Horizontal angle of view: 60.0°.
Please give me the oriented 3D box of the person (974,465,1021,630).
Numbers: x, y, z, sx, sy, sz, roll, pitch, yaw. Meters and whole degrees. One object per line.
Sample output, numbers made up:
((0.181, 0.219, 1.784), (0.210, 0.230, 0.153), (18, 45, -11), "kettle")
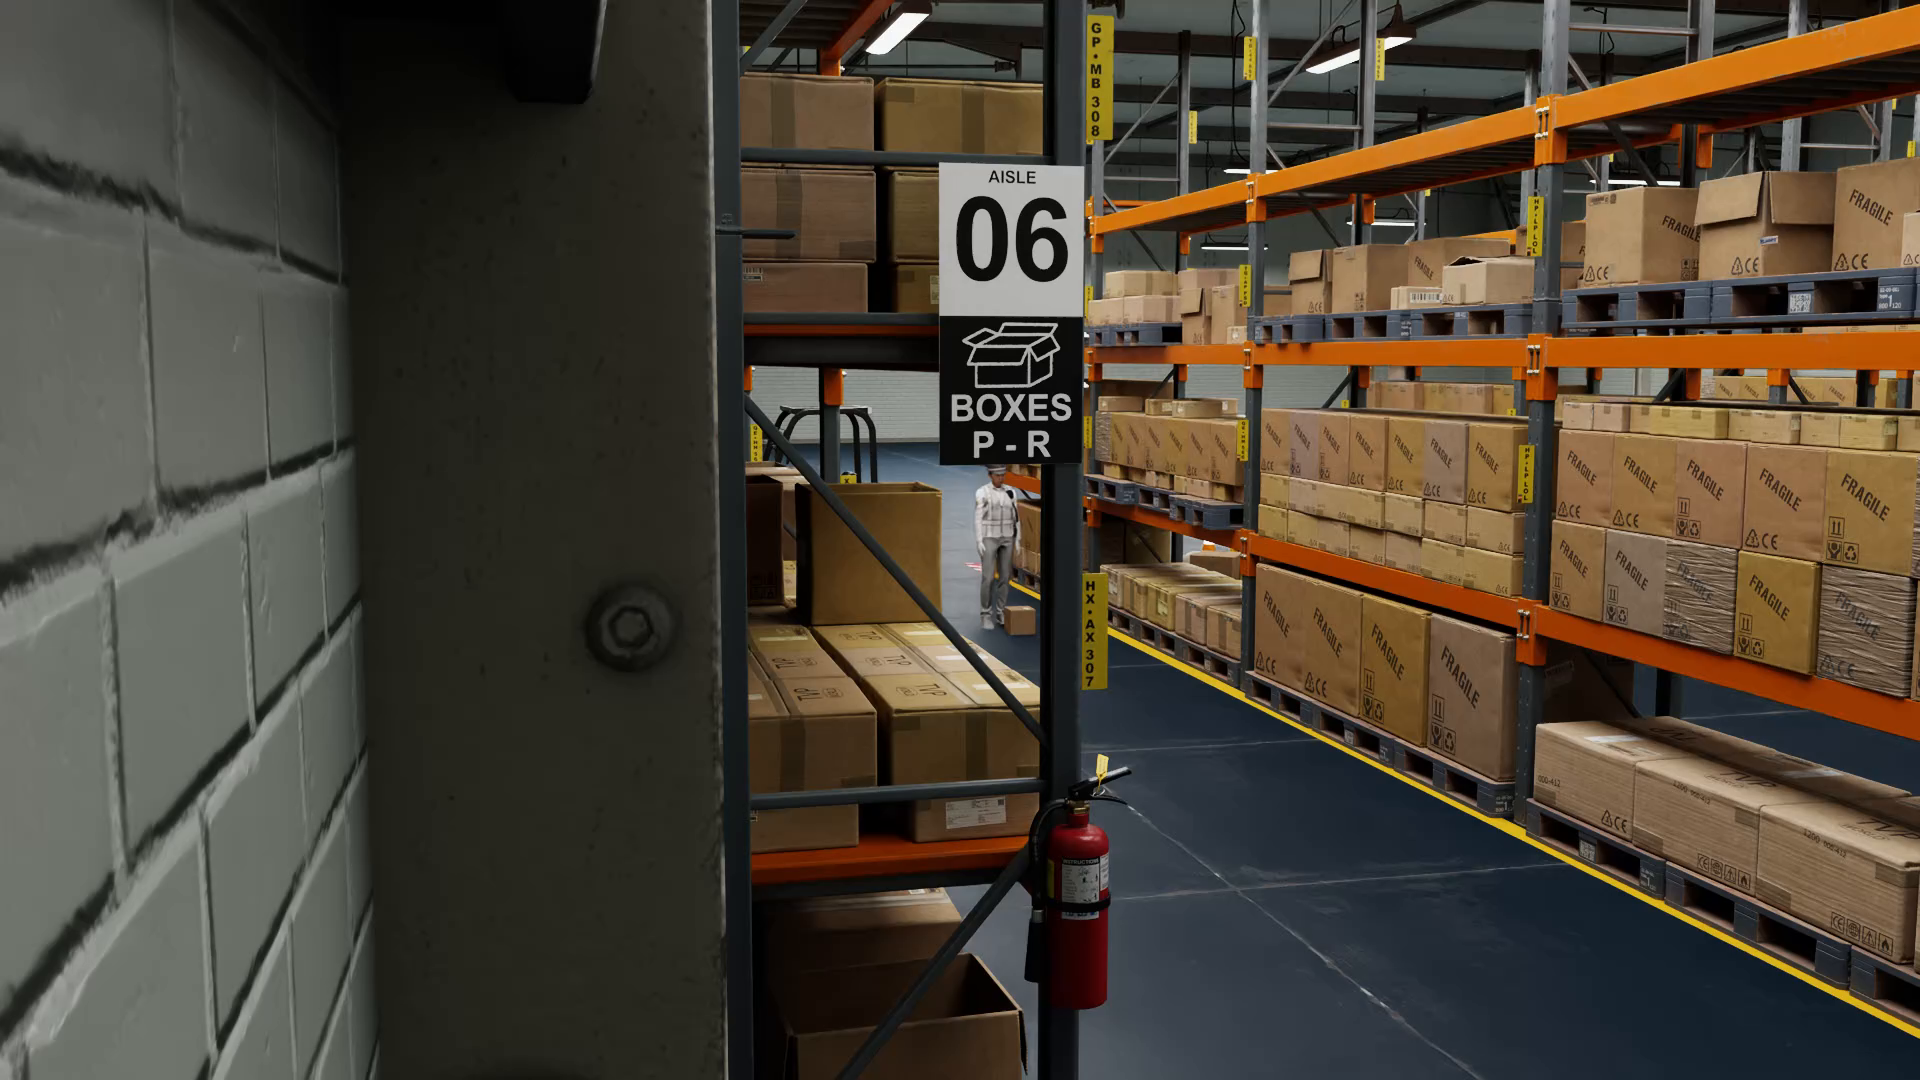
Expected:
((0.403, 0.049, 16.723), (0.500, 1.719, 0.387), (-2, 7, -20), "person")
